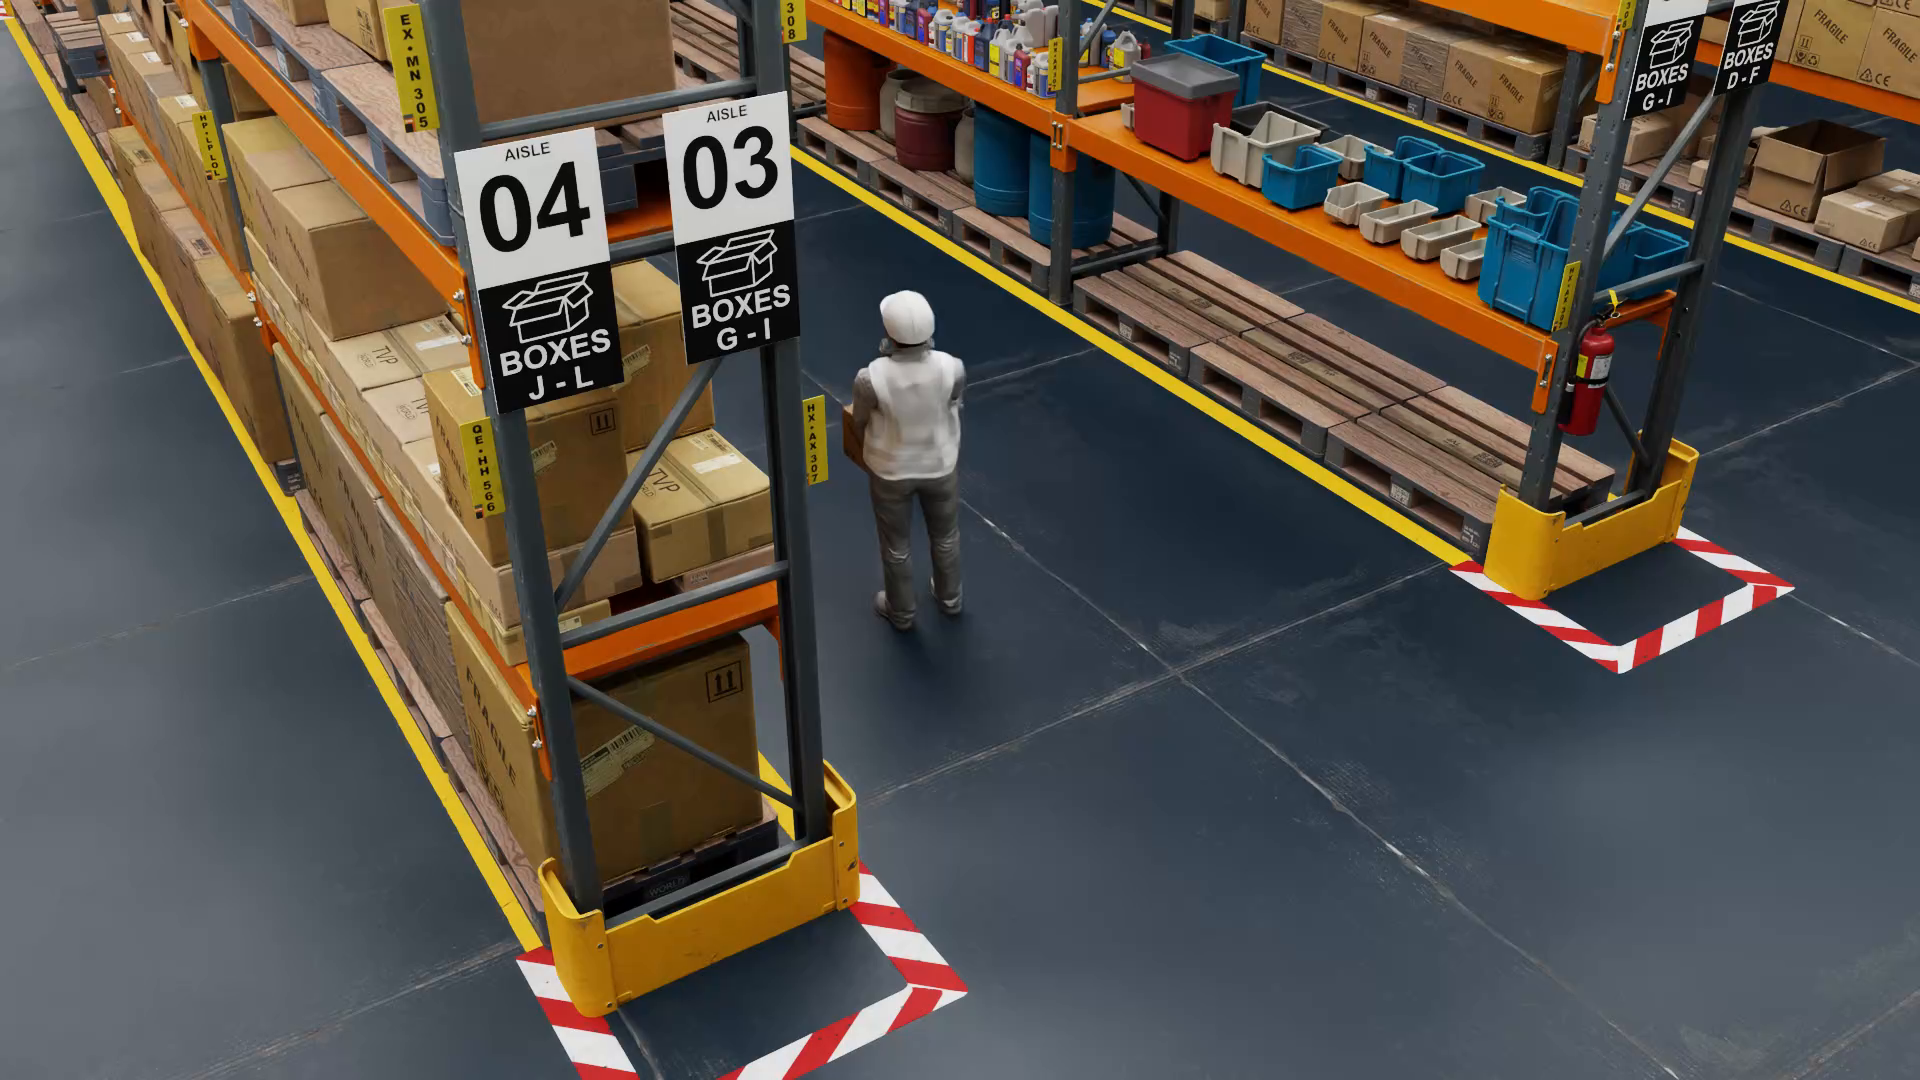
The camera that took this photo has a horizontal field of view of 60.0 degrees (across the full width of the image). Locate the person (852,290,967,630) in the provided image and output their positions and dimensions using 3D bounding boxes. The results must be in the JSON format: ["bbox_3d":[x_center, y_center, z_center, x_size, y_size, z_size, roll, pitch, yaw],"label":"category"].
[{"bbox_3d":[-0.237,-0.386,7.716,0.516,1.776,0.521,-6,33,-10],"label":"person"}]
